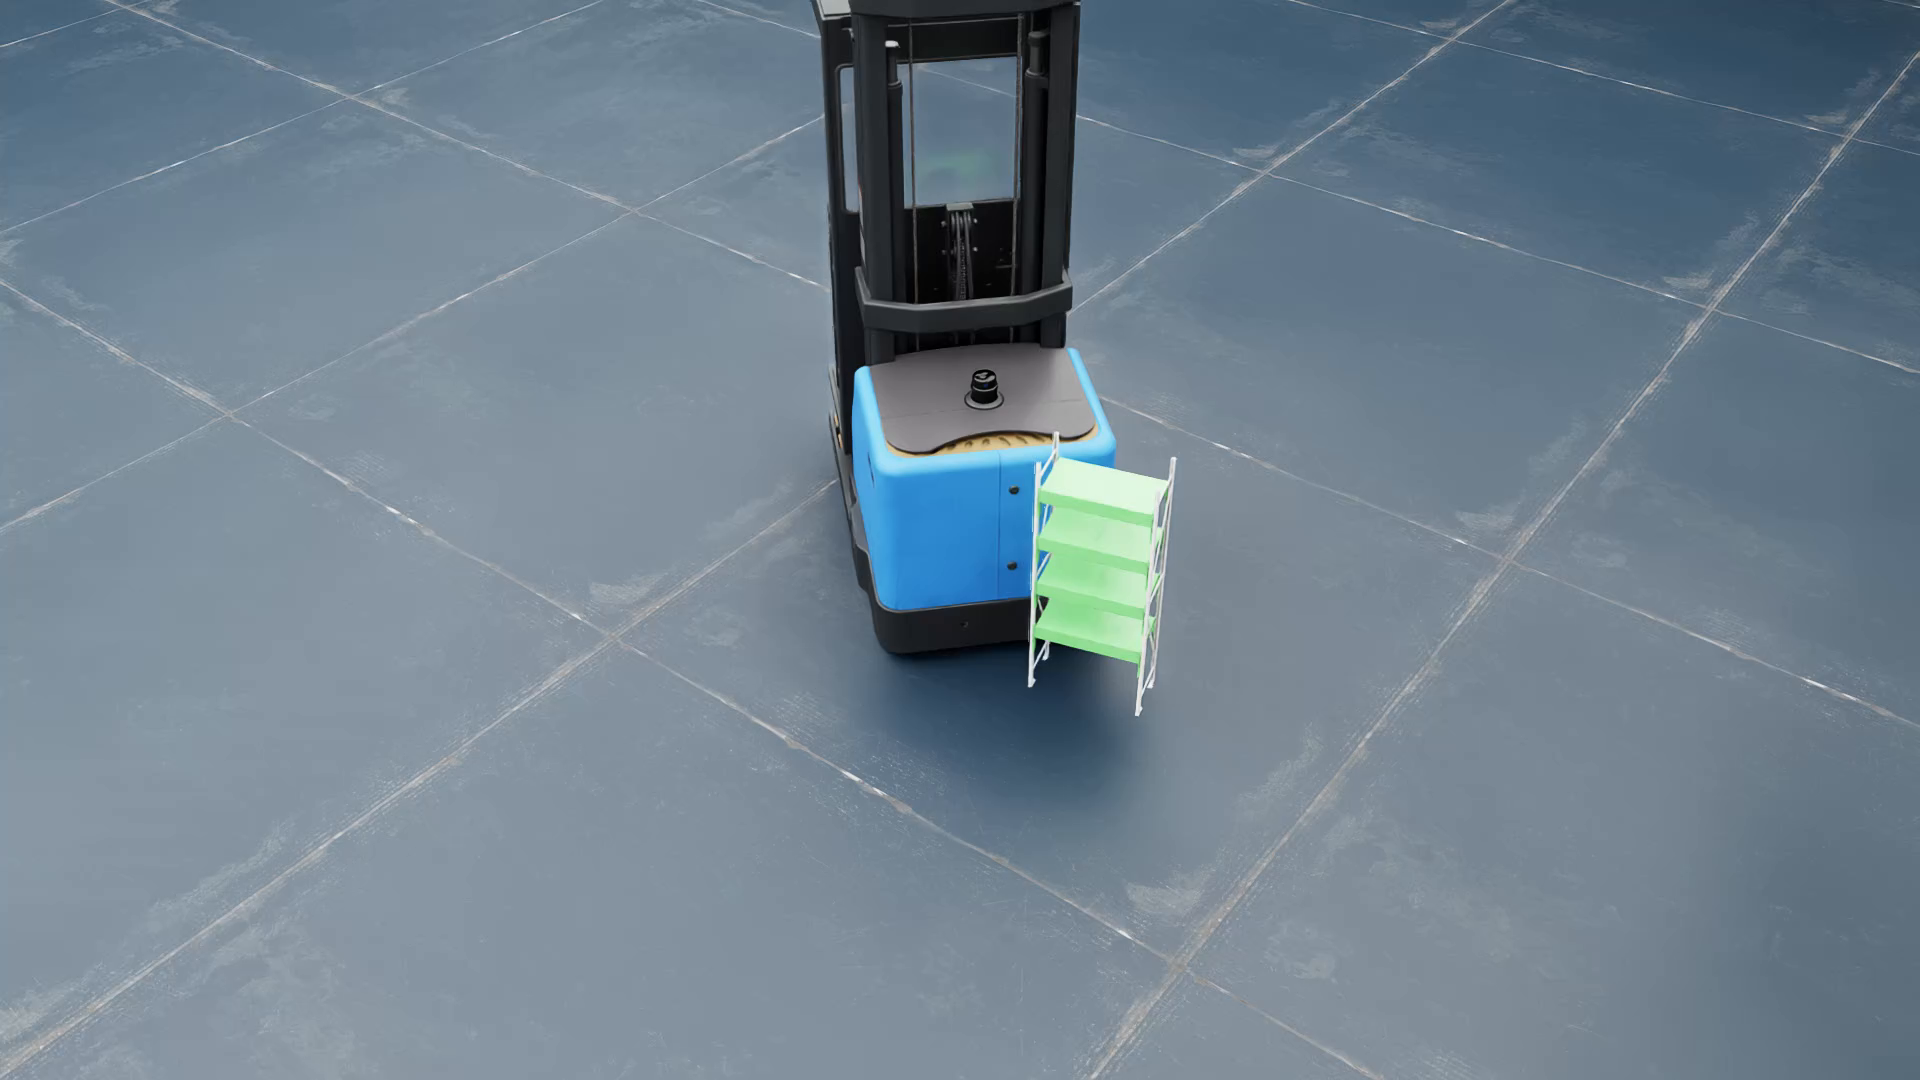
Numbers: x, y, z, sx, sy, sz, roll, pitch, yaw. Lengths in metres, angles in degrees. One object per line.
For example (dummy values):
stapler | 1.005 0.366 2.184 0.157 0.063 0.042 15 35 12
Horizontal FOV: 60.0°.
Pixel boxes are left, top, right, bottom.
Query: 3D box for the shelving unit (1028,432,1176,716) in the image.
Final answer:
shelving unit | 0.577 0.160 6.933 0.503 1.200 0.258 14 40 17

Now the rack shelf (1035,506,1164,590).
rack shelf | 0.577 0.021 6.825 0.480 0.148 0.258 14 40 17

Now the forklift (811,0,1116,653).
forklift | -0.081 -1.560 7.725 1.130 2.935 3.031 -6 38 -7

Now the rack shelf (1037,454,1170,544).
rack shelf | 0.577 -0.168 6.677 0.480 0.148 0.258 14 40 17

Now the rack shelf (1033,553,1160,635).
rack shelf | 0.577 0.210 6.973 0.480 0.148 0.258 14 40 17

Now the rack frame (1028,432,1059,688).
rack frame | 0.349 0.105 7.003 0.015 1.200 0.240 14 40 17

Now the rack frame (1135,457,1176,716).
rack frame | 0.804 0.215 6.863 0.015 1.200 0.240 14 40 17

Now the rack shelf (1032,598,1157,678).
rack shelf | 0.577 0.399 7.121 0.480 0.148 0.258 14 40 17
